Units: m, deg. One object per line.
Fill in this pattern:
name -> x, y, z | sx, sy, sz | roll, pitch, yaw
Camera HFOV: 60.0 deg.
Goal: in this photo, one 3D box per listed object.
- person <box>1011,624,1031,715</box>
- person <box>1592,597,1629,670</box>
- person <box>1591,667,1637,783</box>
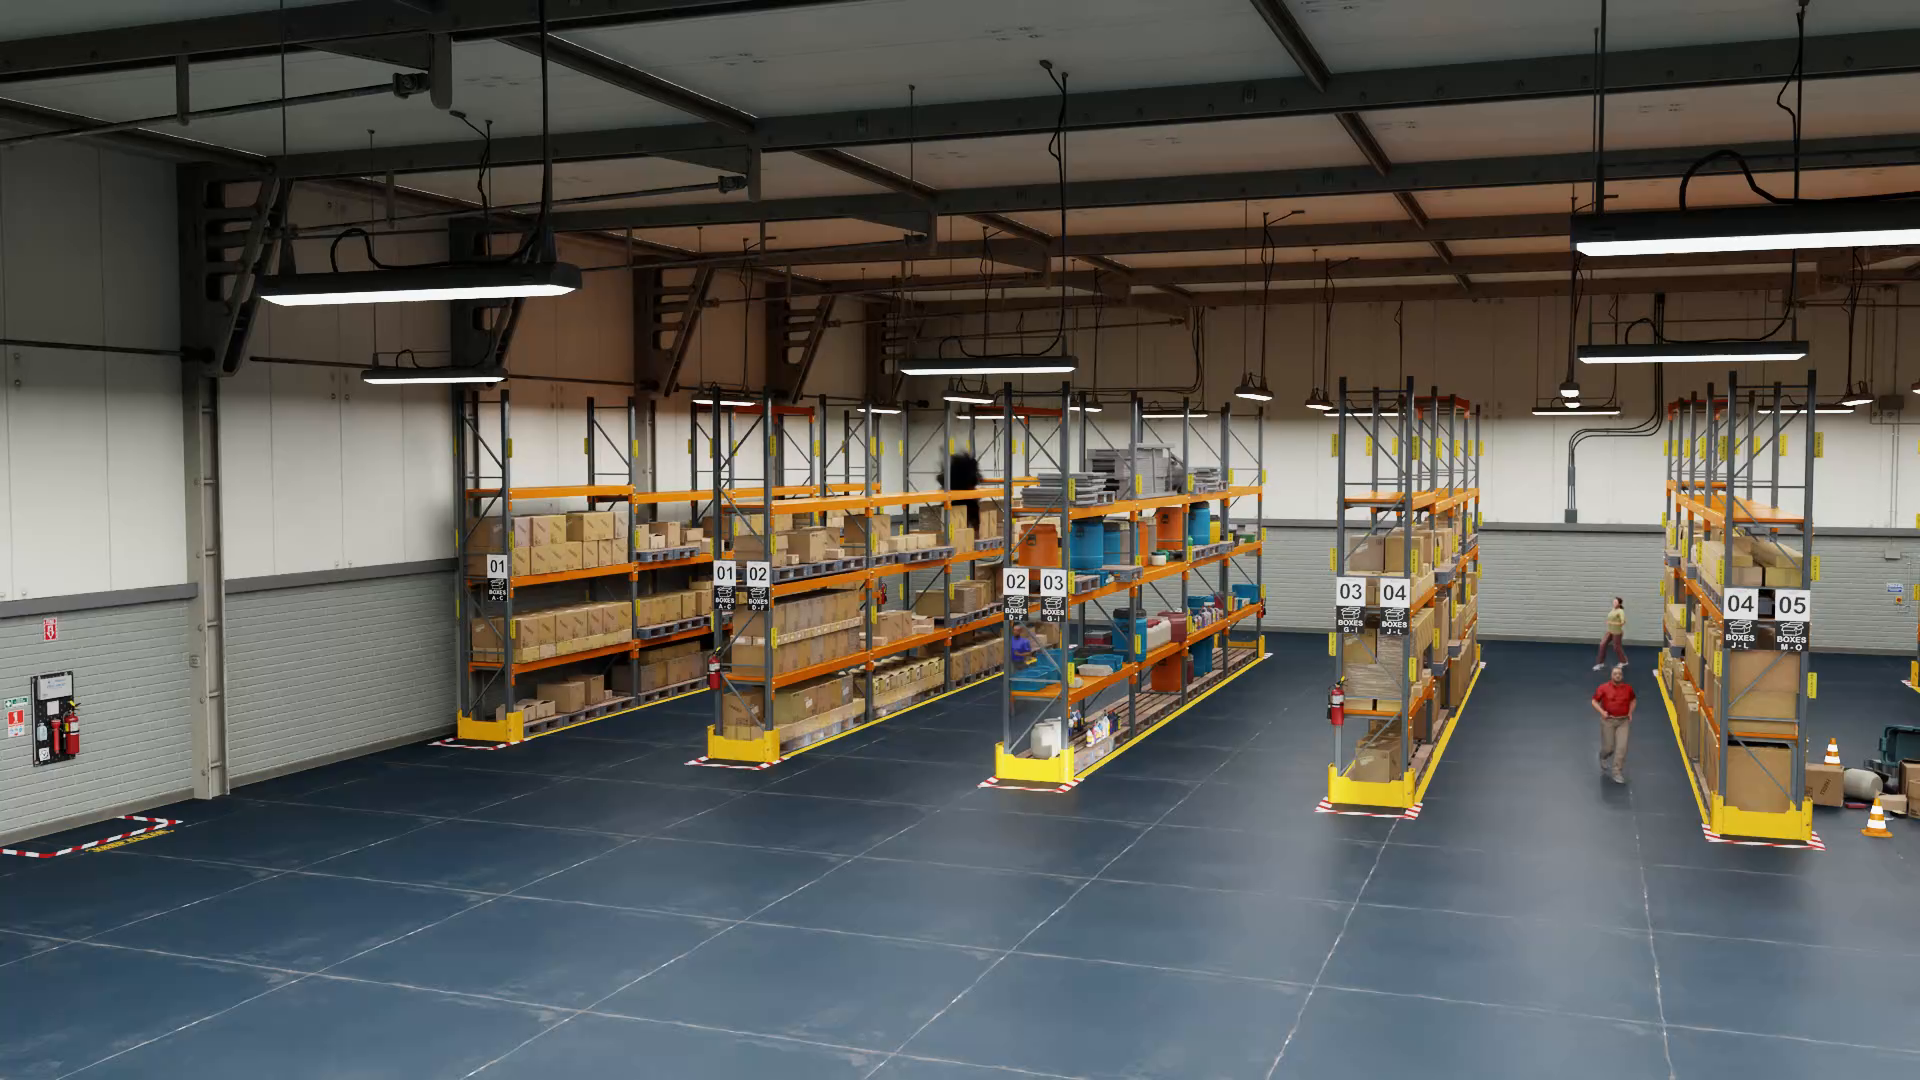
person -> 1.094, 2.418, 31.441 | 0.567, 1.661, 0.933 | 1, 3, 14
person -> 14.775, 2.111, 37.421 | 0.866, 1.677, 0.580 | -1, 3, -17
person -> 9.890, 2.760, 25.100 | 0.674, 1.696, 0.840 | 0, 3, 8
